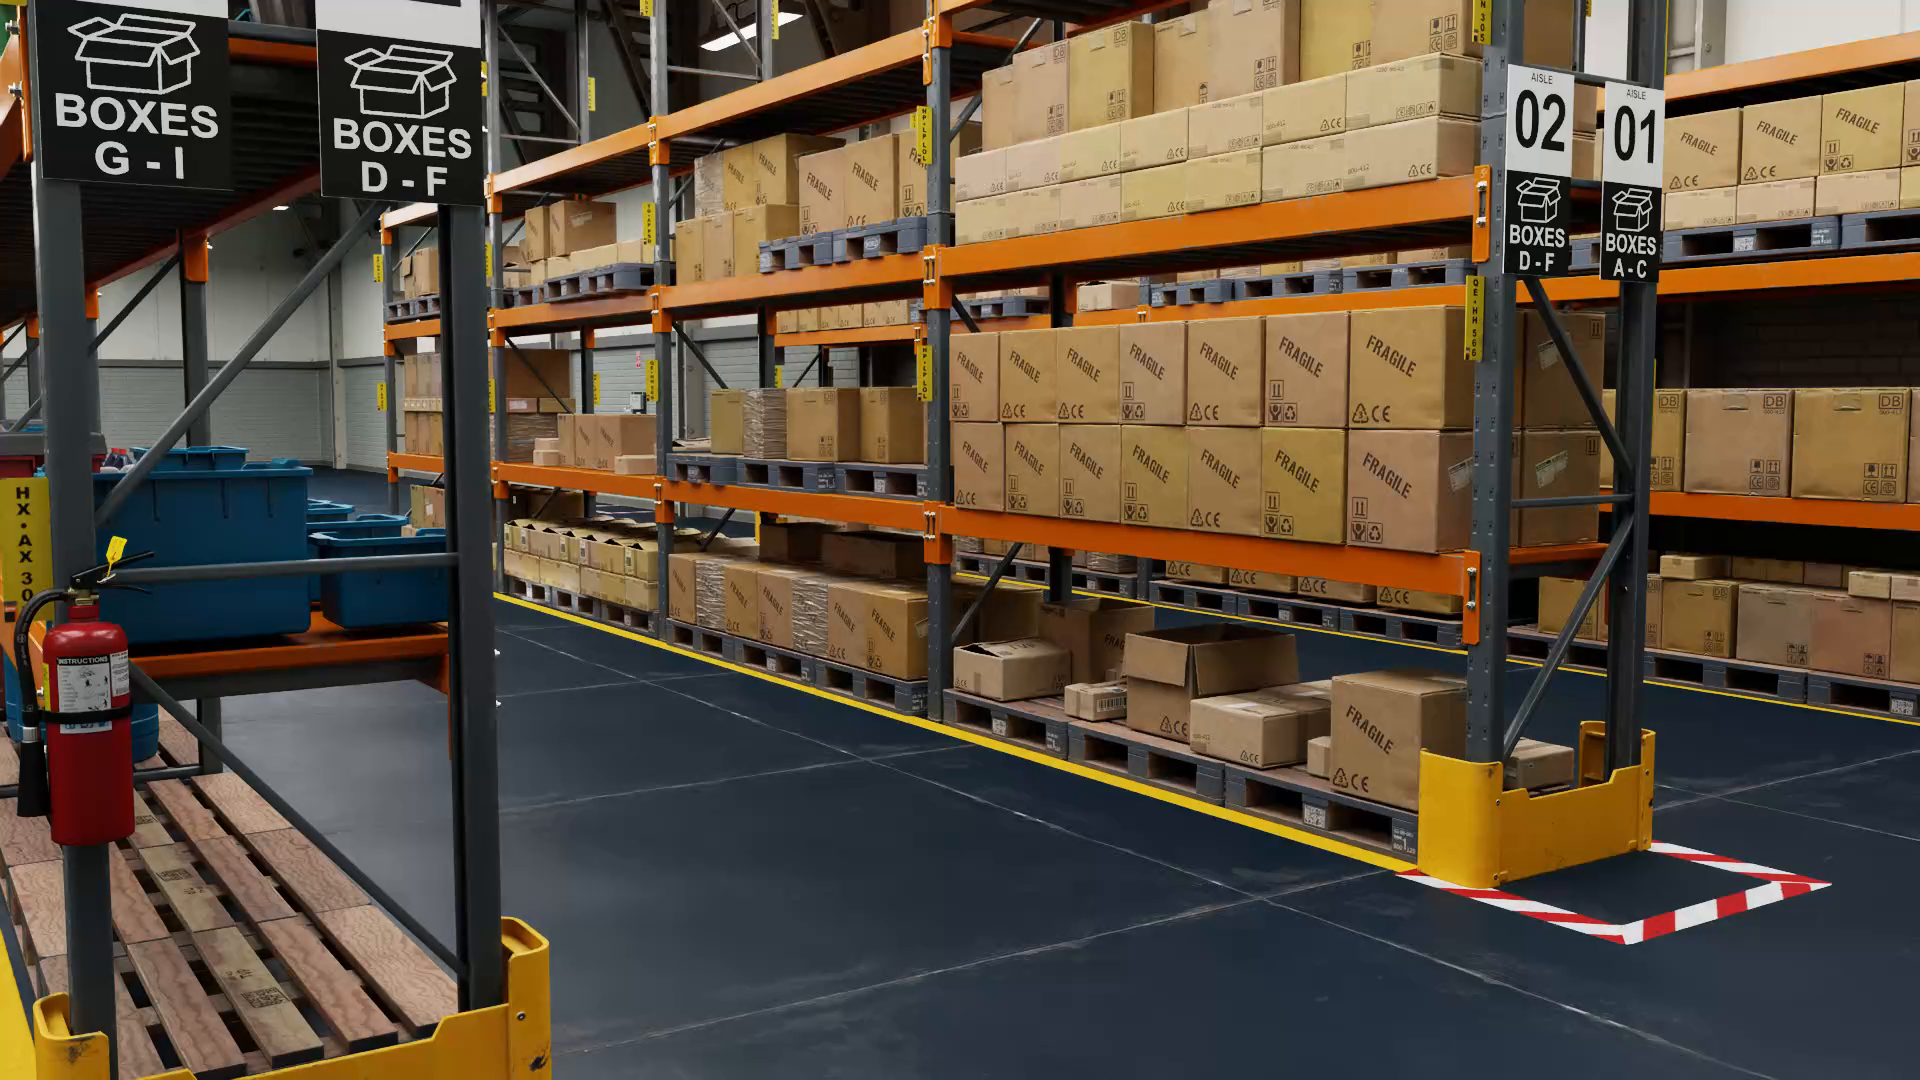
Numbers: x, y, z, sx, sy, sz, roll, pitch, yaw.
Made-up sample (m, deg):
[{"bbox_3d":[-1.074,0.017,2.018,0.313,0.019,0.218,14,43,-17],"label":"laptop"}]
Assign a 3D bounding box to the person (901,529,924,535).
[{"bbox_3d":[-0.319,-0.178,15.182,0.549,1.664,0.470,-4,6,-36],"label":"person"}]
